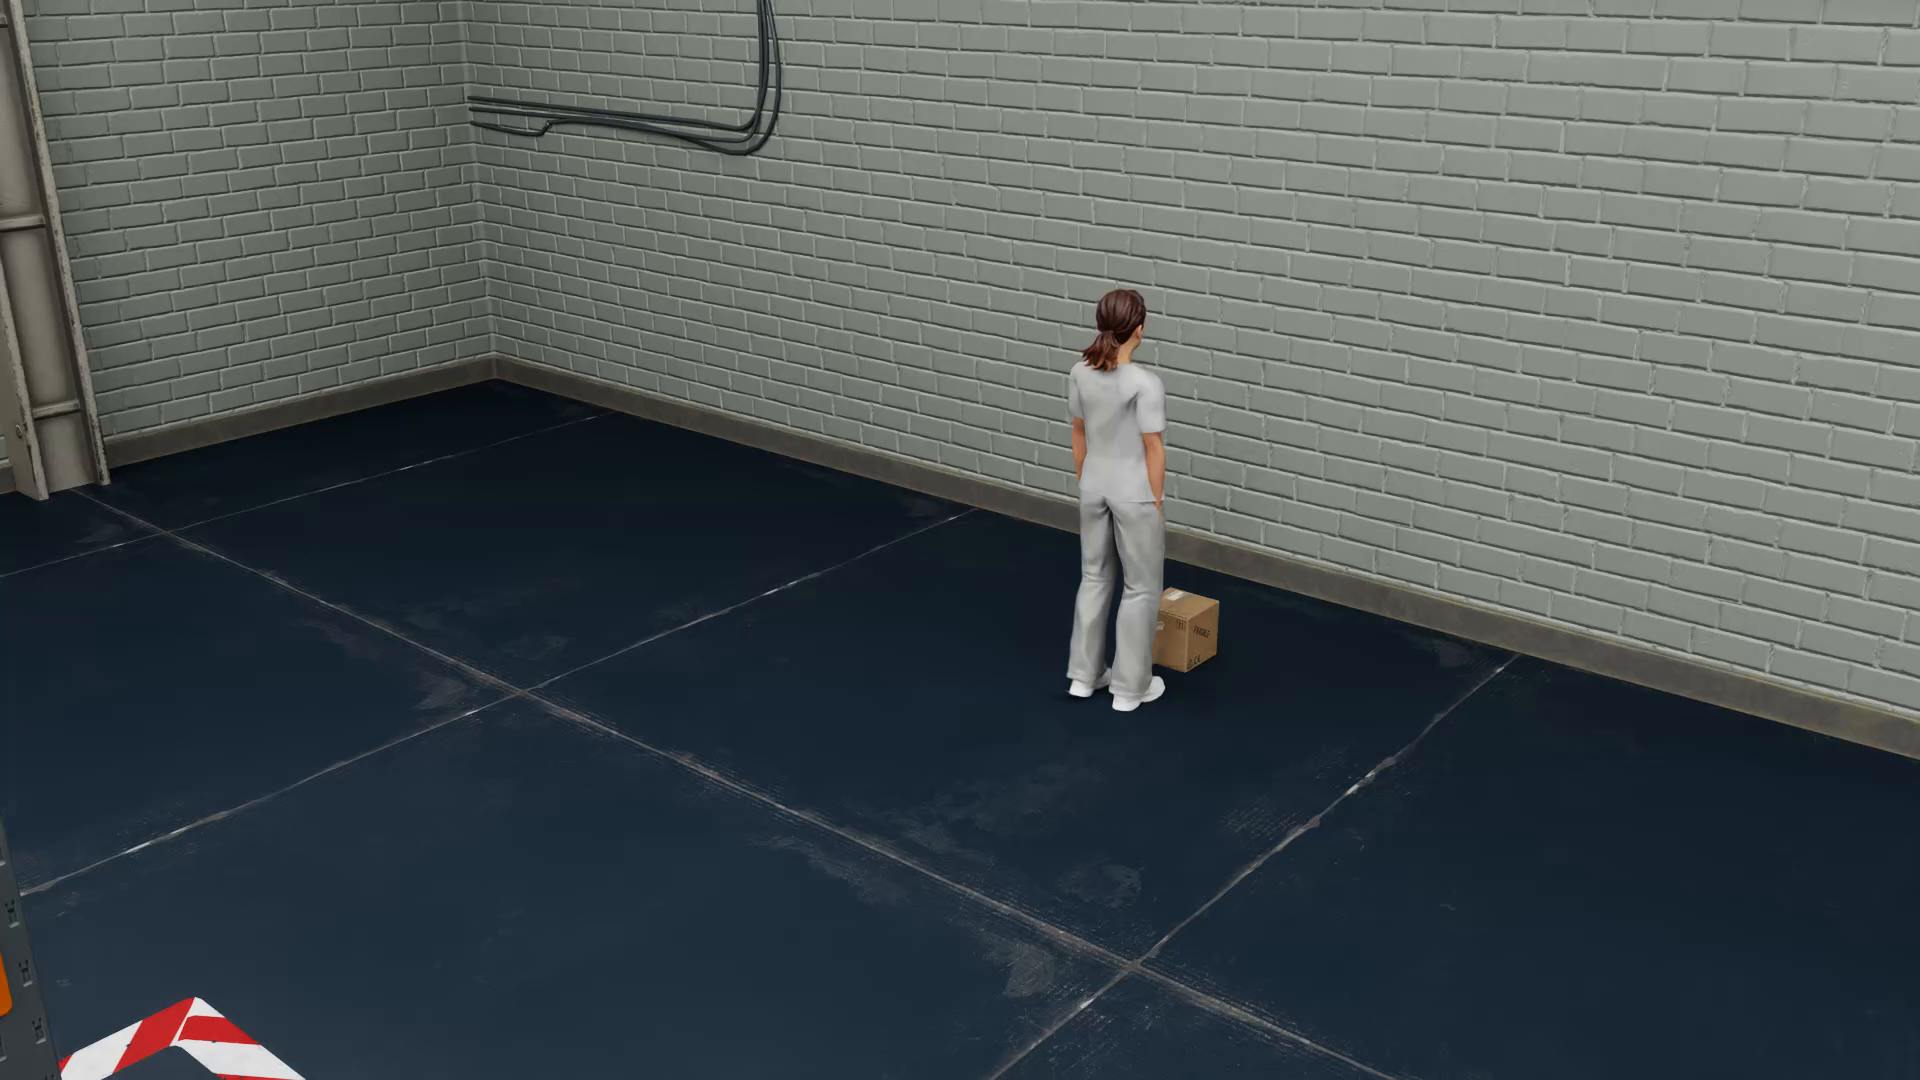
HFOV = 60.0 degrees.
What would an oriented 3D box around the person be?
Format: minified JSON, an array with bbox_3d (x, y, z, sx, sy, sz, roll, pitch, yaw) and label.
[{"bbox_3d":[0.615,-0.149,6.511,0.438,1.683,0.348,17,26,38],"label":"person"}]
